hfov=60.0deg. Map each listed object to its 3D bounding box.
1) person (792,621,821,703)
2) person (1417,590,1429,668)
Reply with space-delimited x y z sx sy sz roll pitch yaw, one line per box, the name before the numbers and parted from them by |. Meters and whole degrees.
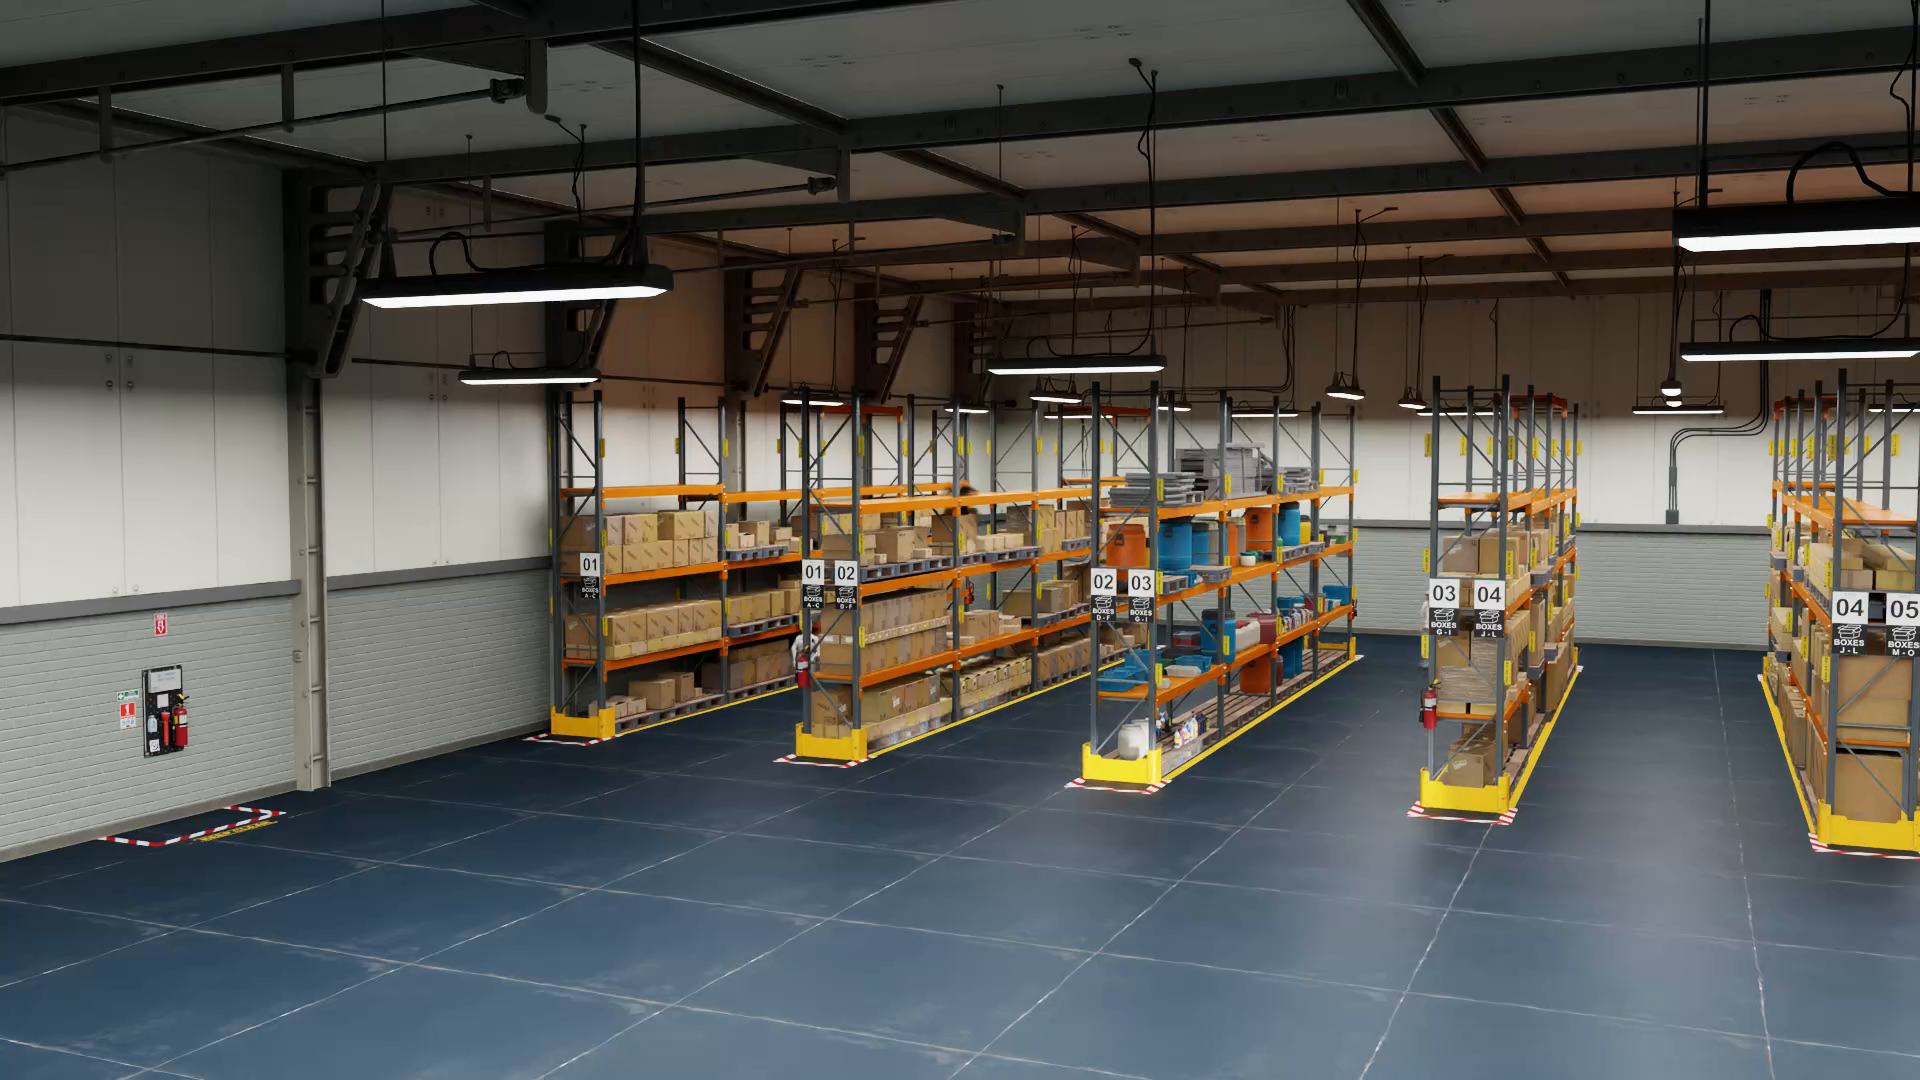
person | -3.014 2.389 32.458 0.626 1.656 0.497 0 3 8
person | 10.685 2.020 37.925 0.394 1.816 0.707 0 3 -1
